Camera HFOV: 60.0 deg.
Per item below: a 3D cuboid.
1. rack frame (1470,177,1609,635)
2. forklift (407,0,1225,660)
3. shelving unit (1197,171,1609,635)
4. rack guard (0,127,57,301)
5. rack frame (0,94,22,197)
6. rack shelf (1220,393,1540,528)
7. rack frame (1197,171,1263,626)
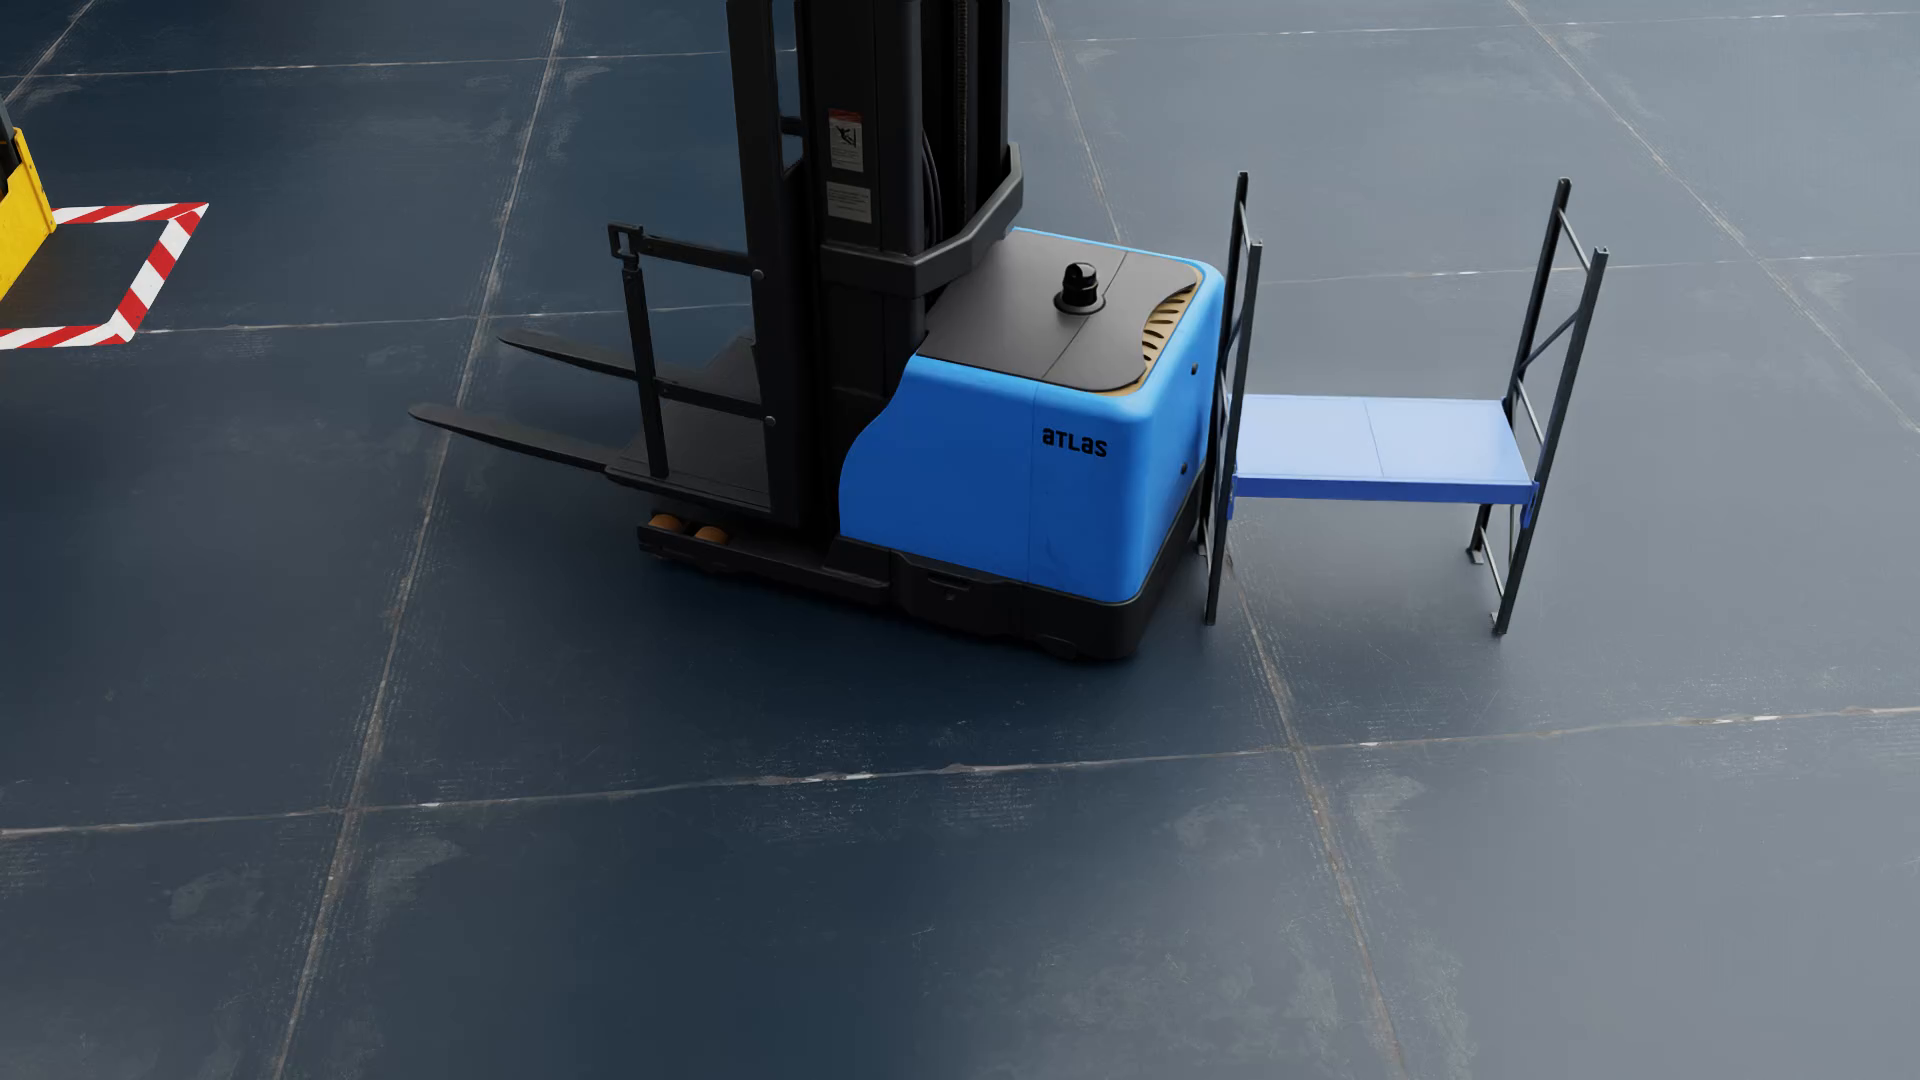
[{"bbox_3d":[1.910,-0.411,5.560,0.032,1.500,0.500,2,38,2],"label":"rack frame"},{"bbox_3d":[-0.644,-1.321,5.558,3.031,2.935,1.130,14,40,17],"label":"forklift"},{"bbox_3d":[1.403,-0.425,5.578,1.048,1.500,0.538,2,38,2],"label":"shelving unit"},{"bbox_3d":[-4.585,-1.408,7.631,0.348,0.500,1.175,-3,38,-4],"label":"rack guard"},{"bbox_3d":[-4.514,-2.423,6.899,0.127,3.000,1.000,-3,38,-4],"label":"rack frame"},{"bbox_3d":[1.403,-0.284,5.690,1.000,0.185,0.538,2,38,2],"label":"rack shelf"},{"bbox_3d":[0.895,-0.440,5.597,0.032,1.500,0.500,2,38,2],"label":"rack frame"}]
